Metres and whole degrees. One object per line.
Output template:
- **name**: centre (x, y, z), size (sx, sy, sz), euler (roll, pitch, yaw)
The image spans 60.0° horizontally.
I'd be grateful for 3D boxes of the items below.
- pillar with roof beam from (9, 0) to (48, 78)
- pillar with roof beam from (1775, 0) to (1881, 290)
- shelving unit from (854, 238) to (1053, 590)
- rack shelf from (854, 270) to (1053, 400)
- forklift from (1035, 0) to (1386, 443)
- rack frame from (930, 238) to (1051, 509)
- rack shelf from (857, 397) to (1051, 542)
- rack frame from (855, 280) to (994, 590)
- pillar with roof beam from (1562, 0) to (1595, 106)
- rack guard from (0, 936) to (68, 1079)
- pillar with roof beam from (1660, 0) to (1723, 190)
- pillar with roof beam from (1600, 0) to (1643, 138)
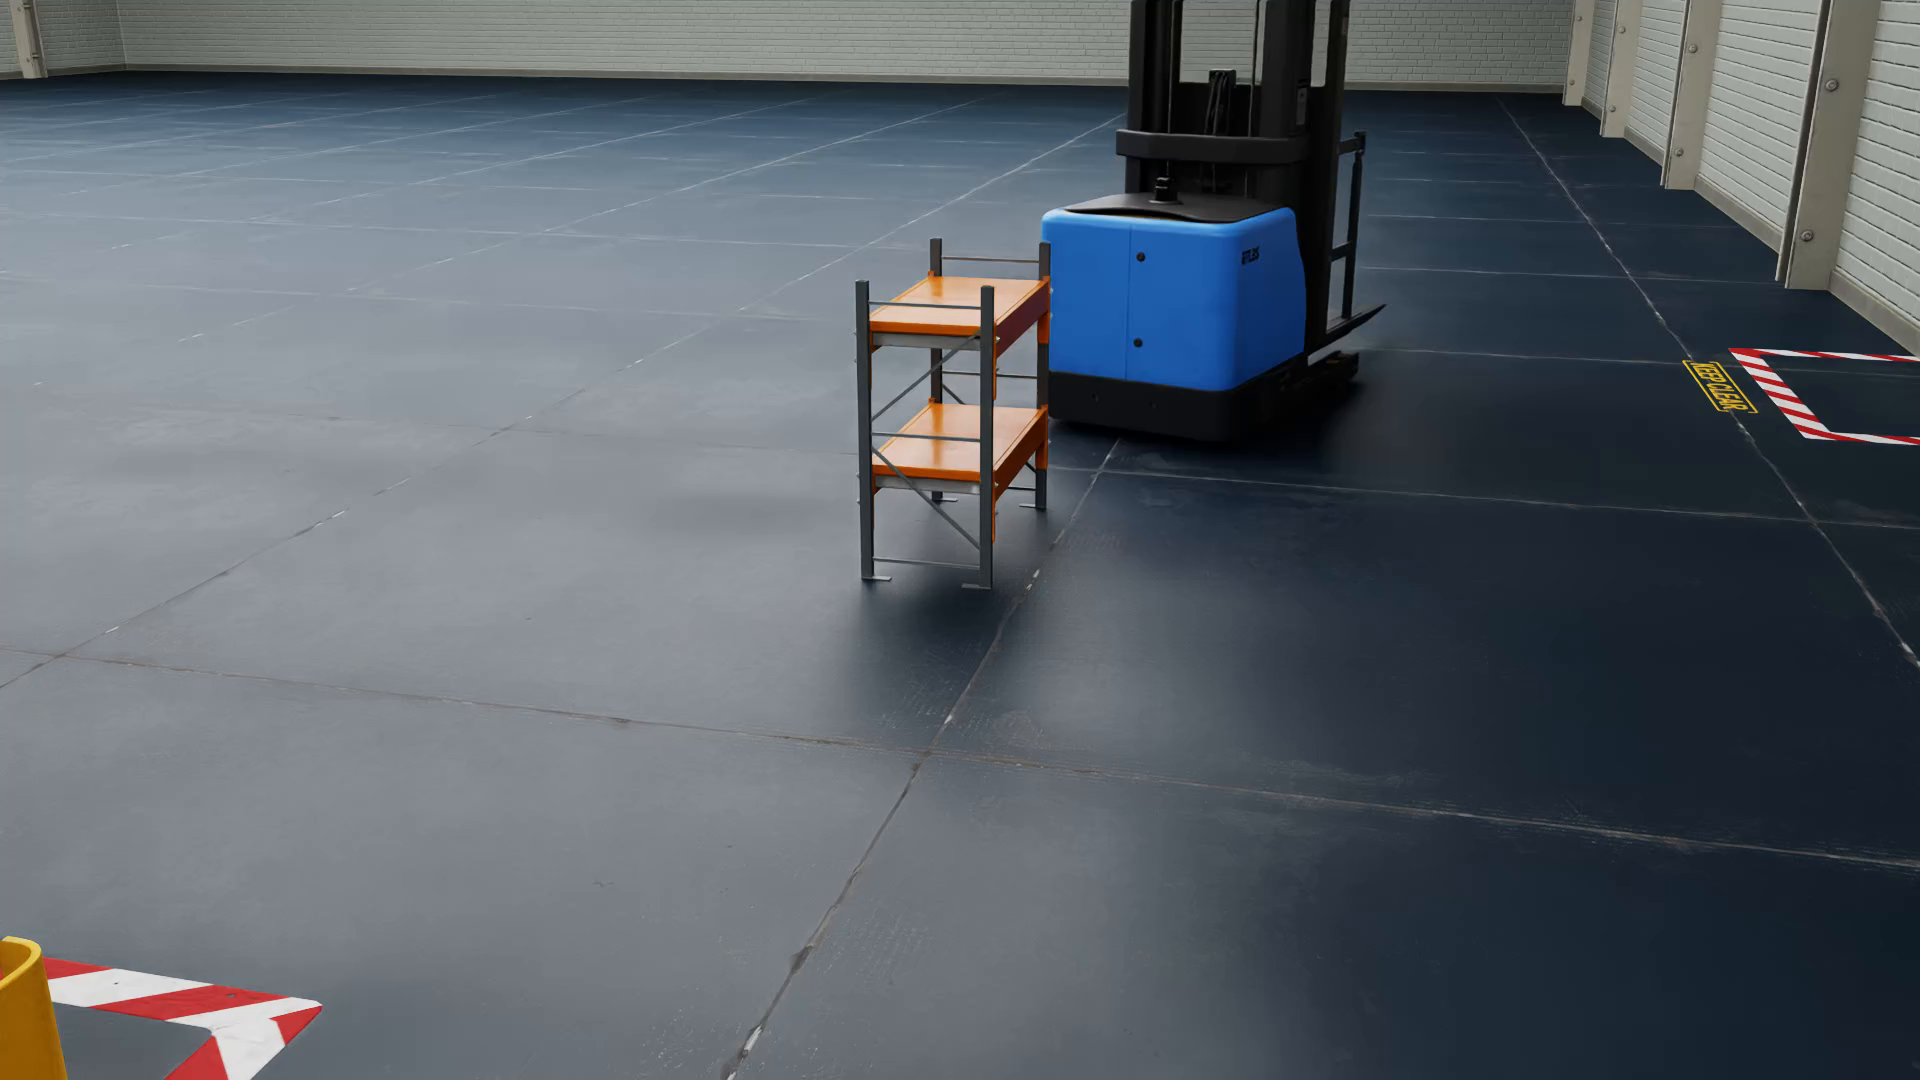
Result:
- **pillar with roof beam**: centre (-15.812, -13.912, 33.497), size (9.100, 9.000, 0.400), euler (5, 19, 13)
- **pillar with roof beam**: centre (1.986, -6.463, 11.687), size (9.100, 9.000, 0.400), euler (5, 19, 13)
- **shelving unit**: centre (-0.002, -0.530, 6.500), size (0.538, 1.125, 1.048), euler (5, 19, 13)
- **rack shelf**: centre (-0.002, -0.807, 6.405), size (0.538, 0.278, 1.000), euler (5, 19, 13)
- **forklift**: centre (1.565, -2.276, 8.816), size (1.130, 2.935, 3.031), euler (11, 22, 29)
- **rack frame**: centre (0.123, -0.690, 6.966), size (0.500, 1.125, 0.032), euler (5, 19, 13)
- **rack shelf**: centre (-0.002, -0.299, 6.579), size (0.538, 0.278, 1.000), euler (5, 19, 13)
- **rack frame**: centre (-0.126, -0.371, 6.033), size (0.500, 1.125, 0.032), euler (5, 19, 13)
- **pillar with roof beam**: centre (6.384, -12.105, 28.204), size (9.100, 9.000, 0.400), euler (5, 19, 13)
- **rack guard**: centre (-2.237, 0.975, 3.060), size (1.175, 0.500, 0.348), euler (5, 19, 13)
- **pillar with roof beam**: centre (3.452, -8.343, 17.192), size (9.100, 9.000, 0.400), euler (5, 19, 13)
- **pillar with roof beam**: centre (4.918, -10.224, 22.698), size (9.100, 9.000, 0.400), euler (5, 19, 13)
